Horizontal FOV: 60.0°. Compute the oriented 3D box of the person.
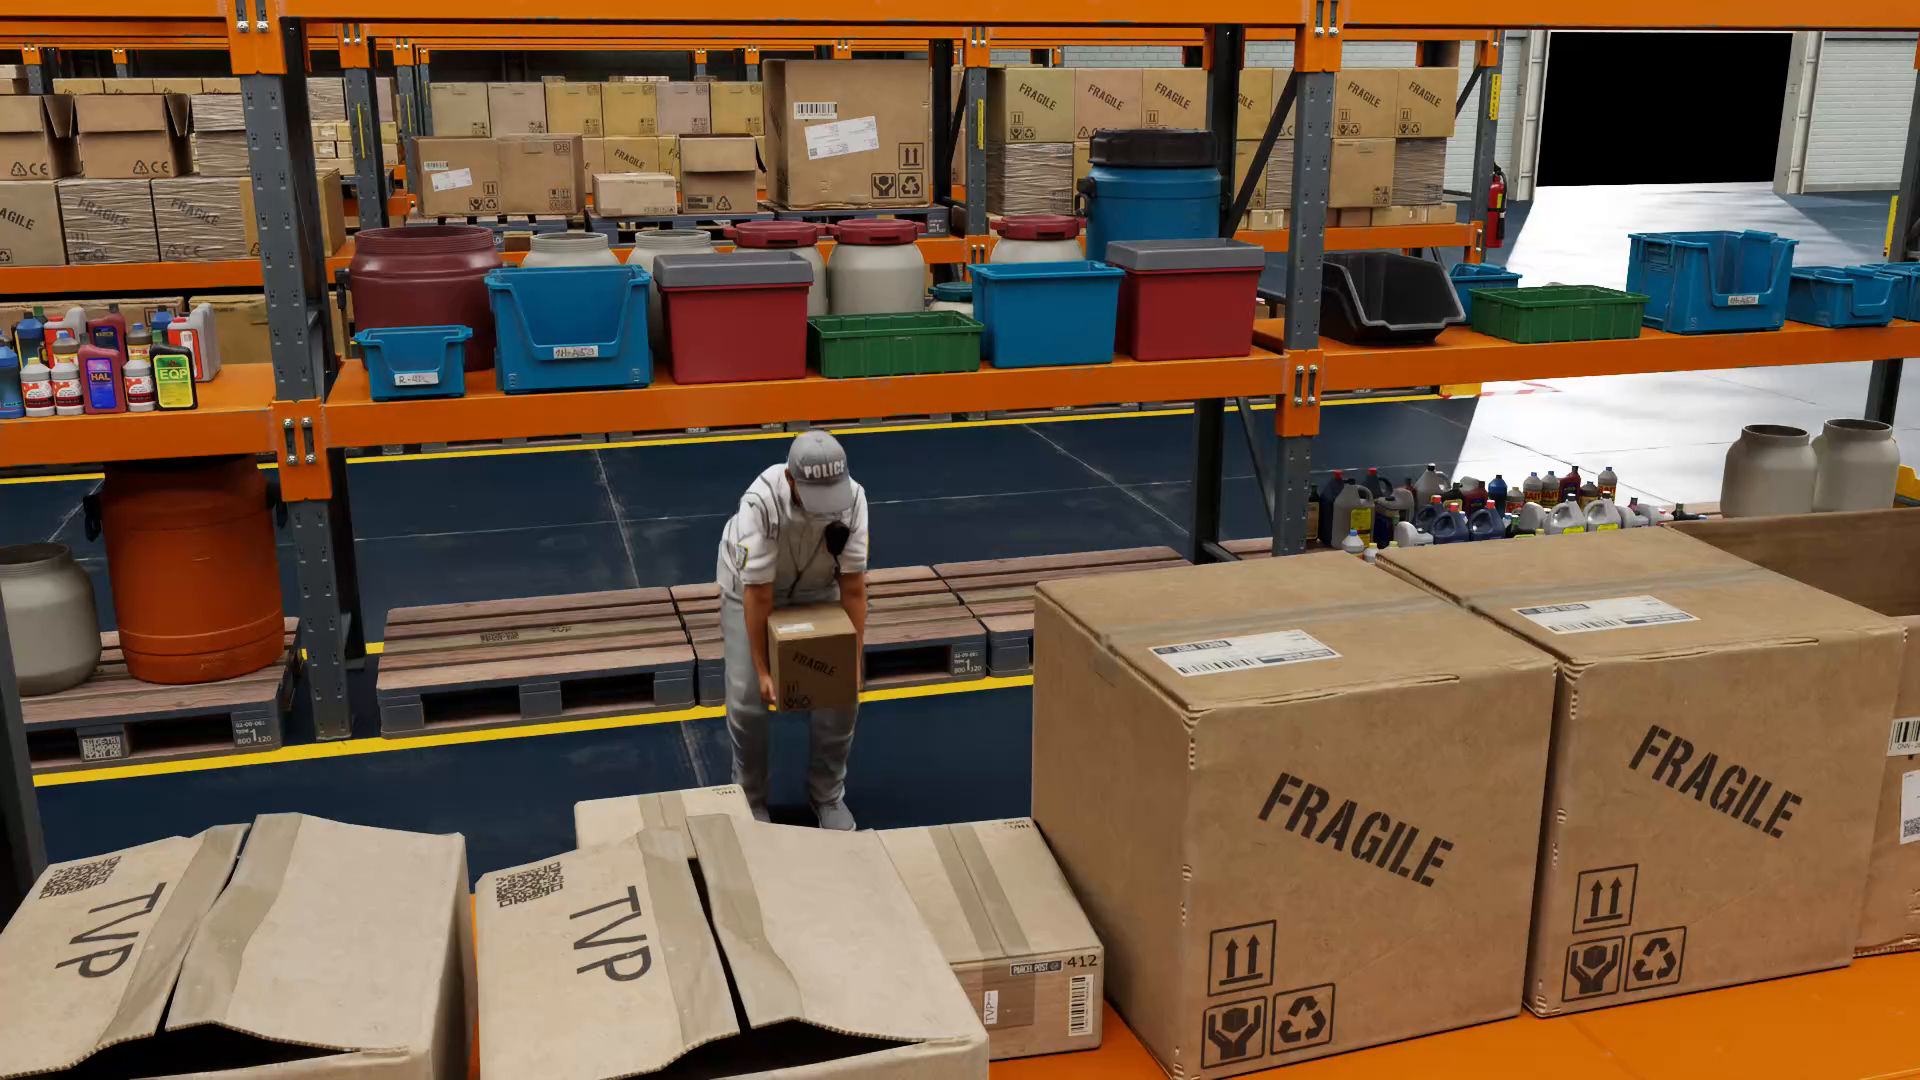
[{"bbox_3d":[-0.523,0.307,5.368,0.461,1.449,0.809,-5,17,-17],"label":"person"}]
